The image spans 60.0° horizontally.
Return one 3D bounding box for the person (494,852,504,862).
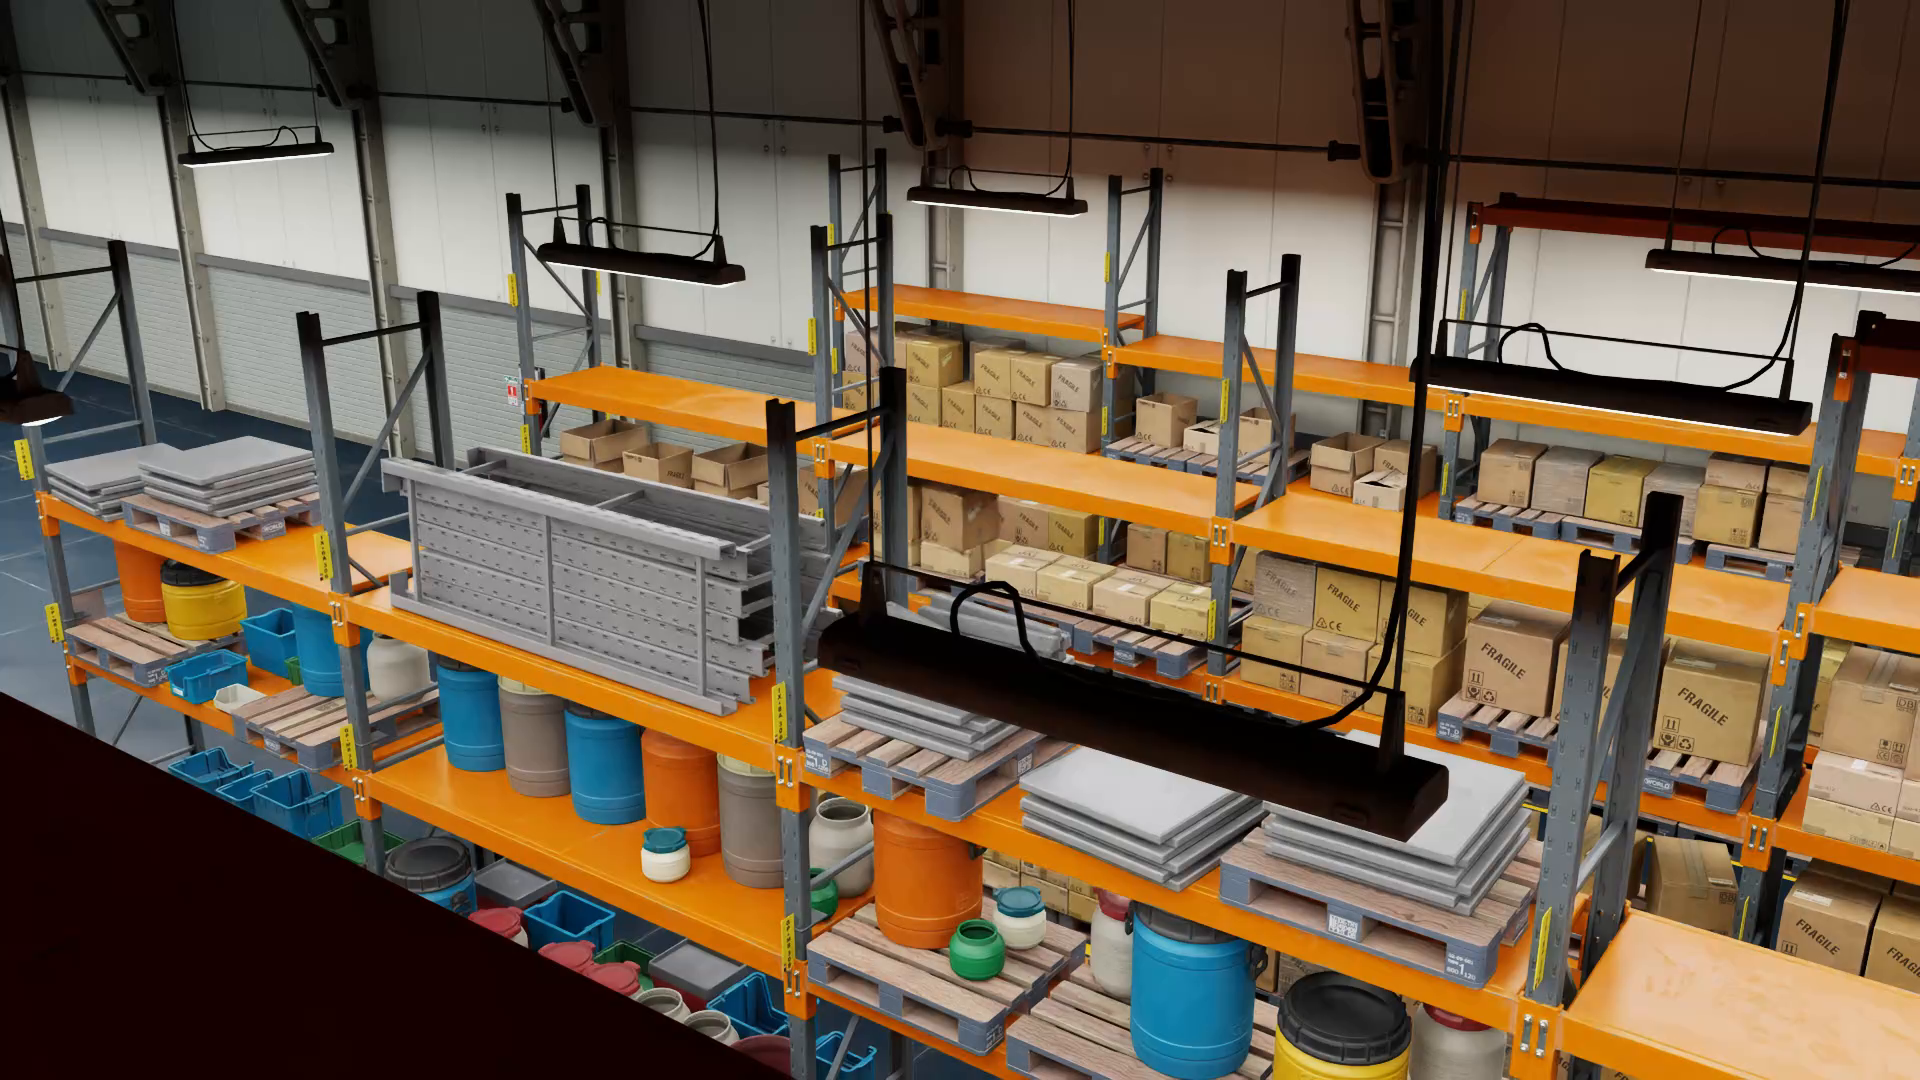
[{"bbox_3d":[-4.071,2.572,14.931,0.469,1.622,0.466,15,23,37],"label":"person"}]
